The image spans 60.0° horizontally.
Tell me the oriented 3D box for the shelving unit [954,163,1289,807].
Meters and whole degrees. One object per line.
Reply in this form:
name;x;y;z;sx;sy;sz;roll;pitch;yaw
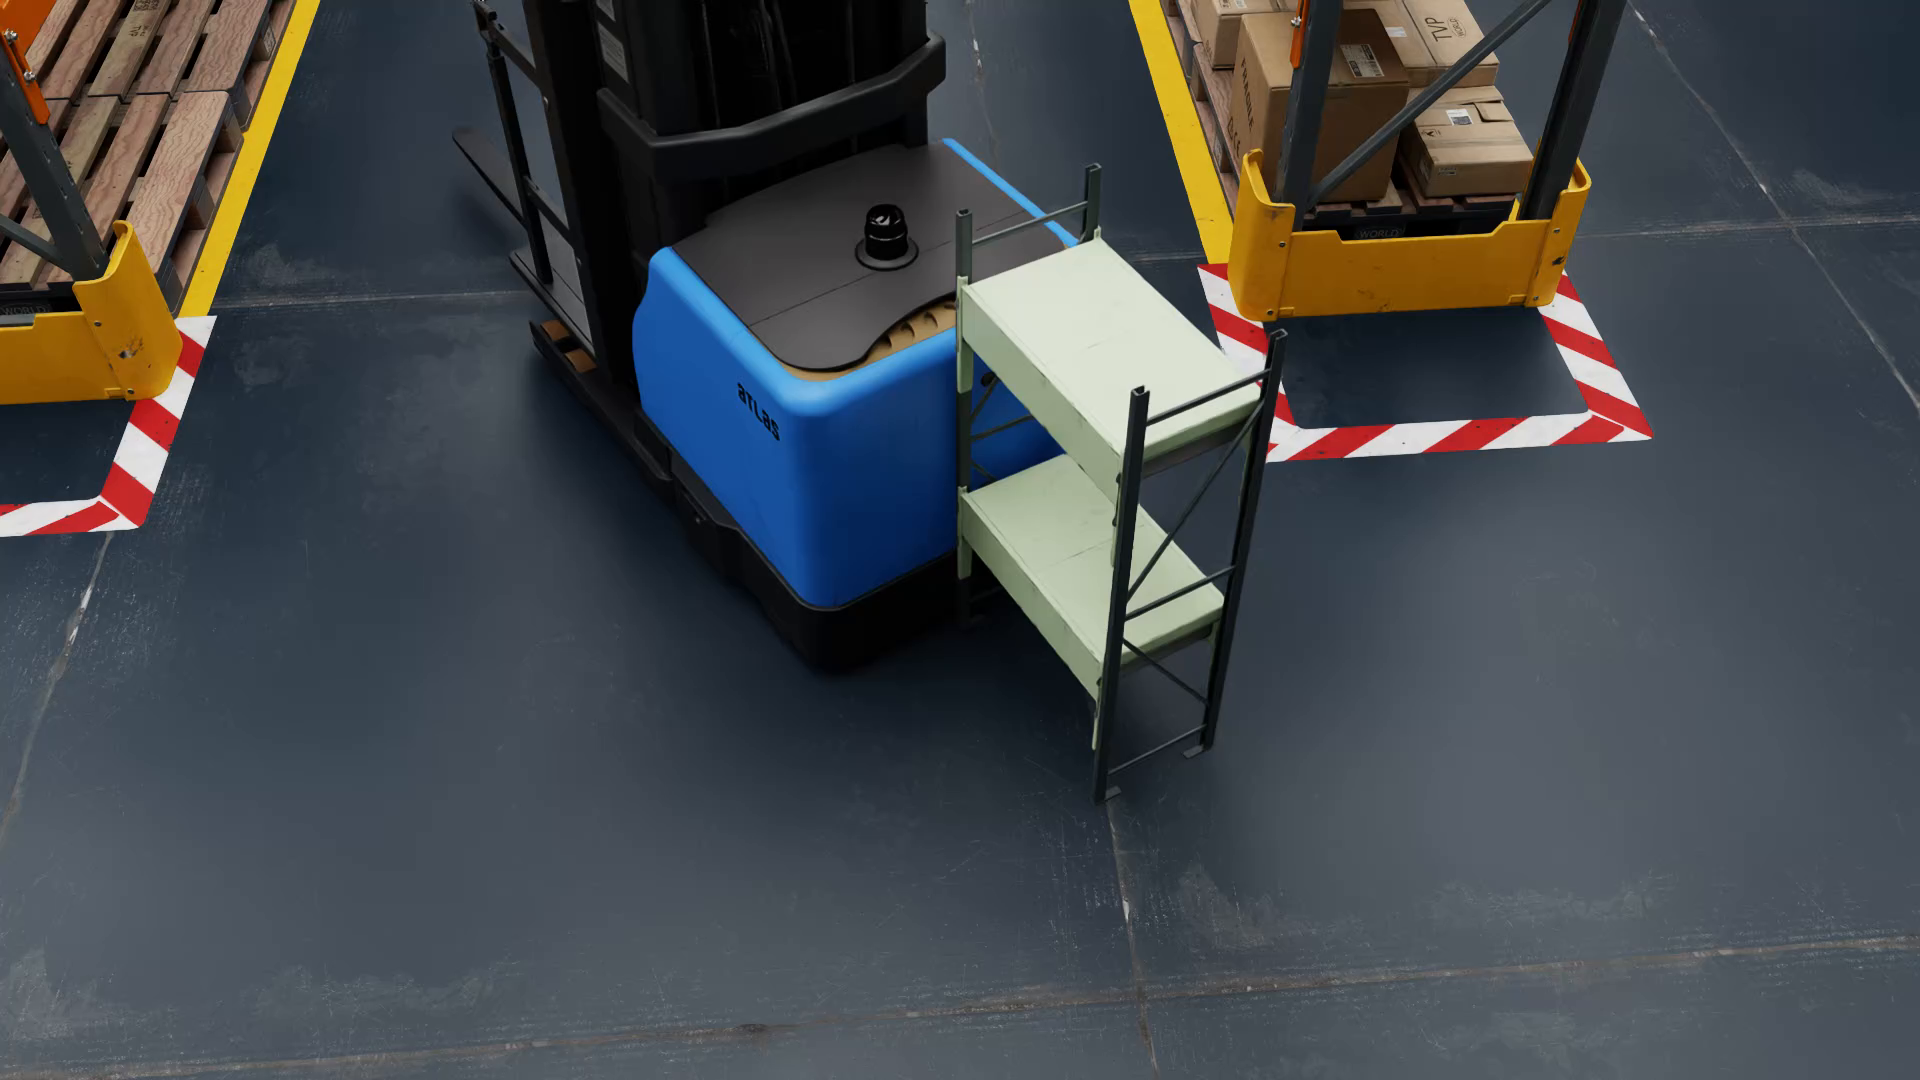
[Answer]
shelving unit;0.352;-0.094;4.306;0.431;1.500;0.755;-23;51;-20

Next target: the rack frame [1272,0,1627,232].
rack frame;1.591;-1.920;5.002;1.000;3.000;0.127;-3;47;-3

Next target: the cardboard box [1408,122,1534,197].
cardboard box;1.898;-1.415;6.185;0.380;0.149;0.250;-3;47;-3

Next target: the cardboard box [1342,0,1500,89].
cardboard box;1.786;-1.898;6.573;0.500;0.250;0.500;-3;47;-3

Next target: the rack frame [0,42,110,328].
rack frame;-3.345;-1.622;4.720;1.000;3.000;0.127;-3;47;-3

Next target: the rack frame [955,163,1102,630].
rack frame;0.167;-0.324;4.524;0.400;1.500;0.023;-23;51;-20

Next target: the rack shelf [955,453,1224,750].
rack shelf;0.352;0.130;4.543;0.431;0.370;0.720;-23;51;-20

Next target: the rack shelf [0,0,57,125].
rack shelf;-3.513;-2.821;6.352;1.077;0.370;4.000;-3;47;-3

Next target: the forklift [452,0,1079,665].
forklift;-0.834;-1.685;4.827;1.130;2.935;3.031;-27;52;-23

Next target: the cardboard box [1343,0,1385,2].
cardboard box;1.744;-2.260;6.915;0.500;0.250;0.500;-3;47;-3

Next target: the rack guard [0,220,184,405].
rack guard;-3.330;-0.746;5.612;1.175;0.500;0.348;-3;47;-3

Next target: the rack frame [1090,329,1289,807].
rack frame;0.536;0.135;4.089;0.400;1.500;0.023;-23;51;-20

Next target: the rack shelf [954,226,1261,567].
rack shelf;0.352;-0.363;4.023;0.431;0.370;0.720;-23;51;-20

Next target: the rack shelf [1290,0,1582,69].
rack shelf;1.424;-3.120;6.634;1.077;0.370;4.000;-3;47;-3

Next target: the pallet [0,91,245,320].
pallet;-3.376;-1.262;6.300;1.003;0.211;1.213;-3;47;-3

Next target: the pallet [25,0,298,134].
pallet;-3.475;-2.142;7.134;1.003;0.211;1.213;-3;47;-3

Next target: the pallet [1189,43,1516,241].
pallet;1.517;-1.593;6.613;1.003;0.211;1.213;-3;47;-3

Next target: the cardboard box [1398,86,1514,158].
cardboard box;1.877;-1.602;6.349;0.380;0.166;0.250;-3;47;-3

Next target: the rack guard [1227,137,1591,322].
rack guard;1.585;-1.115;5.962;1.175;0.500;0.348;-3;47;-3

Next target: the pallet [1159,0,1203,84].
pallet;1.418;-2.473;7.447;1.003;0.211;1.213;-3;47;-3

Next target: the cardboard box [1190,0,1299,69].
cardboard box;1.250;-2.193;6.852;0.500;0.250;0.500;-3;47;-3

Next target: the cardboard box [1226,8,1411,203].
cardboard box;1.300;-1.590;6.109;0.500;0.500;0.500;-3;47;-3
